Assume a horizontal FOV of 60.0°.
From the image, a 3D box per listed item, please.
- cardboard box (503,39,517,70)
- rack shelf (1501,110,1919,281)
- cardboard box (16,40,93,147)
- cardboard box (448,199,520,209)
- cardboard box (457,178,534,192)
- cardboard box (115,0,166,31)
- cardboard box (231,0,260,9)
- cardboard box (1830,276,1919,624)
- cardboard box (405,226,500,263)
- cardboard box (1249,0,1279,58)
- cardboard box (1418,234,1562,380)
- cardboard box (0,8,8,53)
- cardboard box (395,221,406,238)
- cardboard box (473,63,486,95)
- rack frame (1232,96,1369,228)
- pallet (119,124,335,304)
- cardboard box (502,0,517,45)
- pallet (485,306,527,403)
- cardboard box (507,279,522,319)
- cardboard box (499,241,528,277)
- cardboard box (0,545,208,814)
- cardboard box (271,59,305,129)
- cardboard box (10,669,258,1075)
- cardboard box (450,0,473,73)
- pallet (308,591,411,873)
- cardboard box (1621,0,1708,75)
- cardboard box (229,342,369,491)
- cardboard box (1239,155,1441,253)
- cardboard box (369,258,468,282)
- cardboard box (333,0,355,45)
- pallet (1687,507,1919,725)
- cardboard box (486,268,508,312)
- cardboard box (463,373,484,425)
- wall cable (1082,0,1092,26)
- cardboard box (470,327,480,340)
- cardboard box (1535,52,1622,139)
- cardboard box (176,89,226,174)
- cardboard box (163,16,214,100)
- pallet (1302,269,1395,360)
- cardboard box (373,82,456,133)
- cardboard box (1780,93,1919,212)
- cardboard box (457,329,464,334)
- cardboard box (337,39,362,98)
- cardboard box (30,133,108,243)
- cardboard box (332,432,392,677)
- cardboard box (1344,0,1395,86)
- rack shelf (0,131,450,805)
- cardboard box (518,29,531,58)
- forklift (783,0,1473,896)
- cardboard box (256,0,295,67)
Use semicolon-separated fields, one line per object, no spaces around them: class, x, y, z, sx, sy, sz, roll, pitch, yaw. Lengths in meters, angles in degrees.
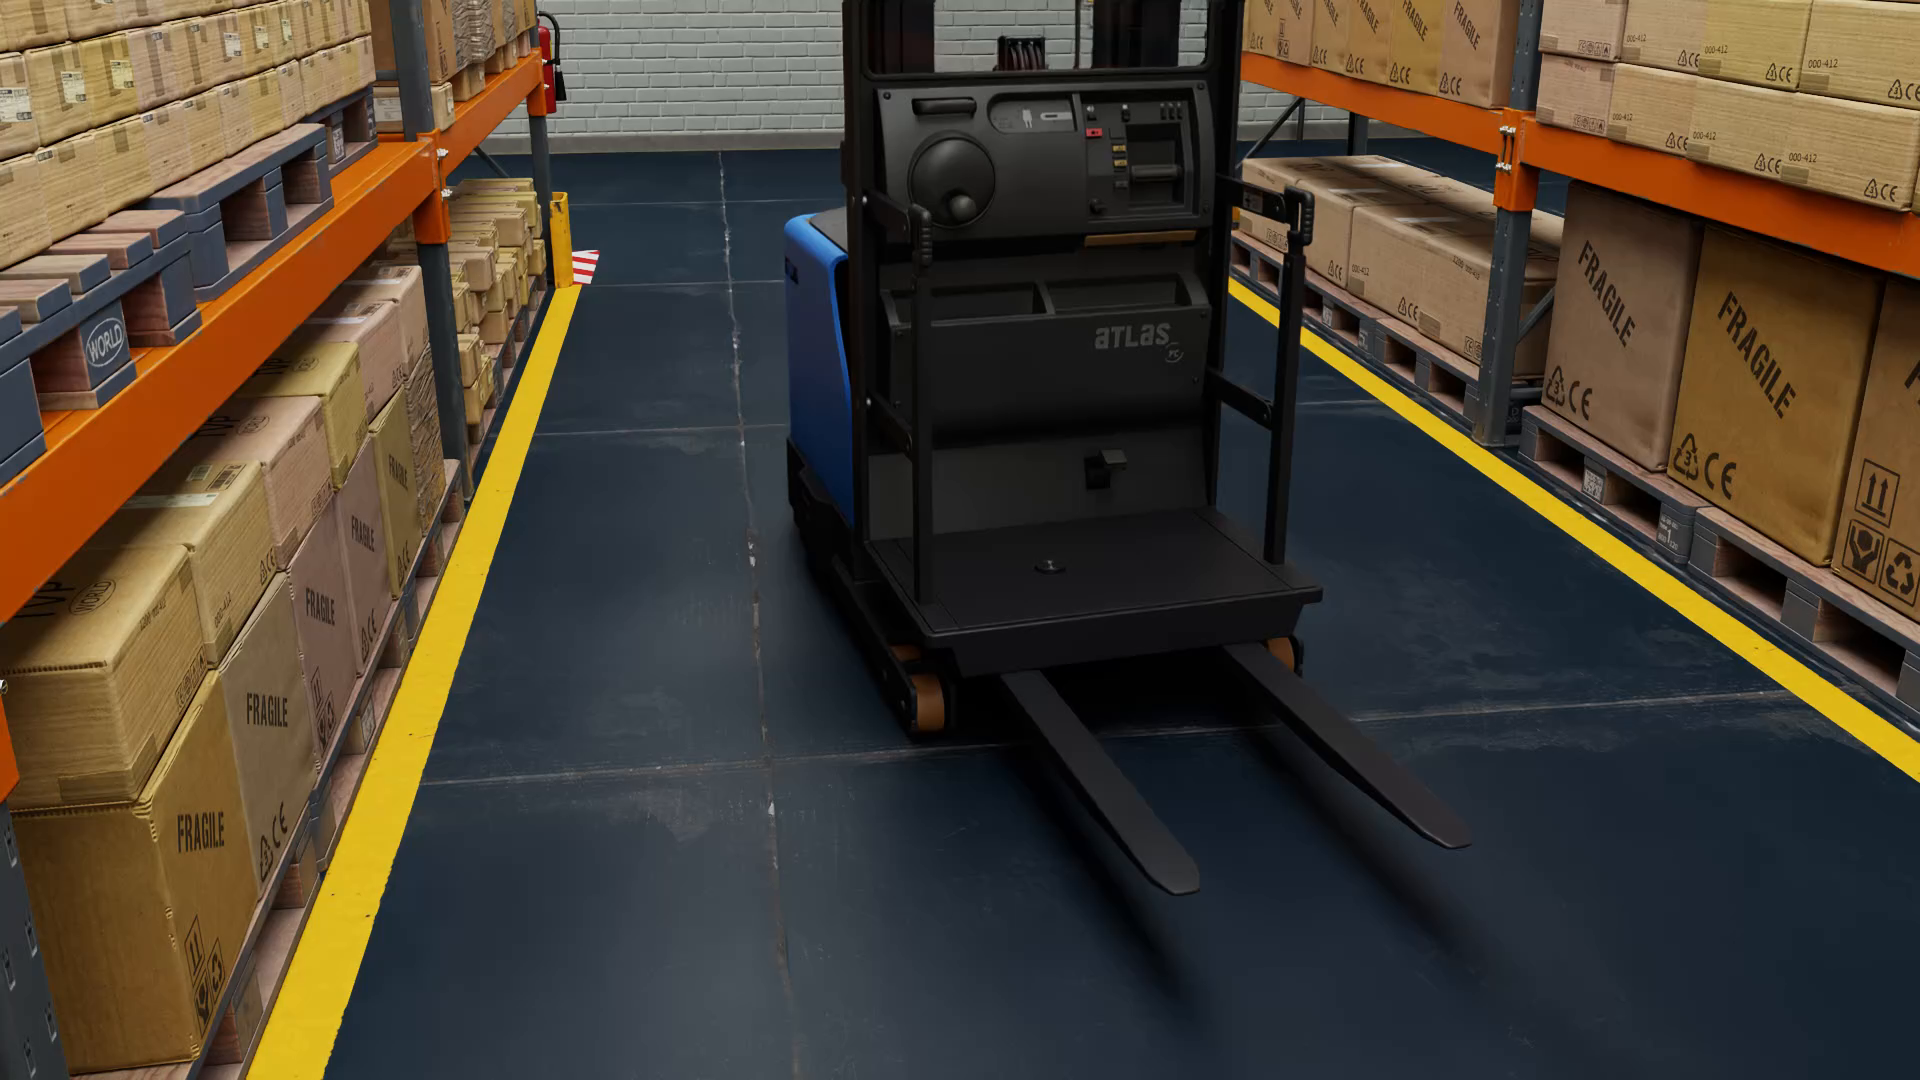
cardboard box;-2.430;-2.439;8.319;0.380;0.149;0.250;-2;21;-6
rack shelf;2.883;-0.787;4.565;1.077;0.370;4.000;-3;21;-8
cardboard box;-1.667;-0.729;2.714;0.380;0.149;0.250;-4;21;-9
cardboard box;-2.422;-1.620;8.391;0.380;0.149;0.250;-4;21;-10
cardboard box;-2.539;-1.886;9.103;0.380;0.149;0.250;-3;21;-7
cardboard box;-1.739;-1.038;3.117;0.380;0.149;0.250;-2;21;-5
cardboard box;-1.851;-1.309;3.843;0.380;0.149;0.250;-4;21;-10
cardboard box;3.029;-0.185;4.362;0.875;0.875;0.875;-3;21;-7
cardboard box;-2.334;-1.344;7.651;0.380;0.149;0.250;-3;21;-7
cardboard box;1.903;-2.894;9.034;0.500;0.500;0.500;-3;21;-9
cardboard box;2.610;-1.036;7.264;0.875;0.438;0.875;-3;21;-9
cardboard box;-1.629;-0.767;2.392;0.380;0.149;0.250;-3;21;-9
cardboard box;-2.910;-1.497;8.061;0.380;0.149;0.250;-2;21;-6
cardboard box;-2.244;-1.982;7.096;0.380;0.149;0.250;-2;21;-5
rack frame;2.018;-3.202;10.001;1.000;3.000;0.127;-3;21;-8
pallet;-2.039;-0.740;3.686;1.003;0.211;1.213;-3;21;-8
cardboard box;-2.395;-2.607;7.841;0.500;0.500;0.500;-3;21;-8
pallet;-2.600;-0.880;7.770;1.003;0.211;1.213;-3;21;-8
cardboard box;-2.327;-1.161;8.012;0.380;0.149;0.250;-3;21;-7
cardboard box;-2.343;-1.391;8.201;0.380;0.149;0.250;-3;21;-7
cardboard box;-1.573;0.225;2.727;0.500;0.250;0.500;-4;21;-10
cardboard box;-1.883;-1.124;4.198;0.380;0.149;0.250;-4;21;-10
cardboard box;-1.562;0.569;2.877;0.500;0.500;0.500;-4;21;-10
cardboard box;-2.190;-2.073;6.412;0.500;0.500;0.500;-3;21;-8
pallet;-1.997;0.467;4.164;1.003;0.211;1.213;-3;21;-8
cardboard box;2.482;-1.635;5.306;0.500;0.250;0.500;-3;21;-7
cardboard box;-1.781;-0.303;4.141;0.500;0.250;0.500;-4;21;-10
cardboard box;2.212;-1.975;9.777;0.875;0.438;0.875;-4;21;-10
cardboard box;-2.260;-1.074;6.929;0.380;0.149;0.250;-3;21;-9
cardboard box;-1.998;-1.531;4.863;0.380;0.149;0.250;-3;21;-7
pallet;2.959;0.176;4.942;1.003;0.211;1.213;-3;21;-8
cardboard box;-2.247;-1.120;7.478;0.380;0.149;0.250;-3;21;-8
cardboard box;-2.024;-0.535;6.337;0.380;0.149;0.250;-4;21;-10
wall cable;1.182;-5.643;15.042;0.585;1.953;0.123;-3;21;-8
cardboard box;-2.236;-0.796;7.036;0.380;0.149;0.250;-3;21;-9
cardboard box;2.397;-1.581;5.876;0.500;0.250;0.500;-3;21;-9
cardboard box;-1.771;-0.850;3.464;0.380;0.149;0.250;-3;21;-7
cardboard box;-1.771;-0.989;3.410;0.380;0.149;0.250;-3;21;-8
pallet;2.383;-1.201;8.630;1.003;0.211;1.213;-3;21;-8
cardboard box;-2.006;-1.529;5.881;0.380;0.149;0.250;-2;21;-6
cardboard box;2.594;-1.050;4.454;0.500;0.250;0.500;-3;21;-9
cardboard box;-2.150;-0.757;6.506;0.380;0.149;0.250;-3;21;-7
cardboard box;-1.998;-1.394;4.919;0.380;0.149;0.250;-3;21;-7
cardboard box;-1.655;-0.577;2.734;0.380;0.149;0.250;-2;21;-5
cardboard box;-1.790;0.041;4.291;0.500;0.500;0.500;-3;21;-9
cardboard box;2.108;-2.362;7.611;0.500;0.500;0.500;-3;21;-9
rack shelf;-2.001;-0.502;3.803;1.077;0.370;4.000;-3;21;-8
cardboard box;-2.539;-2.701;9.019;0.380;0.149;0.250;-3;21;-8
forklift;0.303;-1.016;4.247;1.130;2.935;3.031;-6;21;-15
cardboard box;-1.885;-1.261;4.138;0.380;0.149;0.250;-4;21;-11
